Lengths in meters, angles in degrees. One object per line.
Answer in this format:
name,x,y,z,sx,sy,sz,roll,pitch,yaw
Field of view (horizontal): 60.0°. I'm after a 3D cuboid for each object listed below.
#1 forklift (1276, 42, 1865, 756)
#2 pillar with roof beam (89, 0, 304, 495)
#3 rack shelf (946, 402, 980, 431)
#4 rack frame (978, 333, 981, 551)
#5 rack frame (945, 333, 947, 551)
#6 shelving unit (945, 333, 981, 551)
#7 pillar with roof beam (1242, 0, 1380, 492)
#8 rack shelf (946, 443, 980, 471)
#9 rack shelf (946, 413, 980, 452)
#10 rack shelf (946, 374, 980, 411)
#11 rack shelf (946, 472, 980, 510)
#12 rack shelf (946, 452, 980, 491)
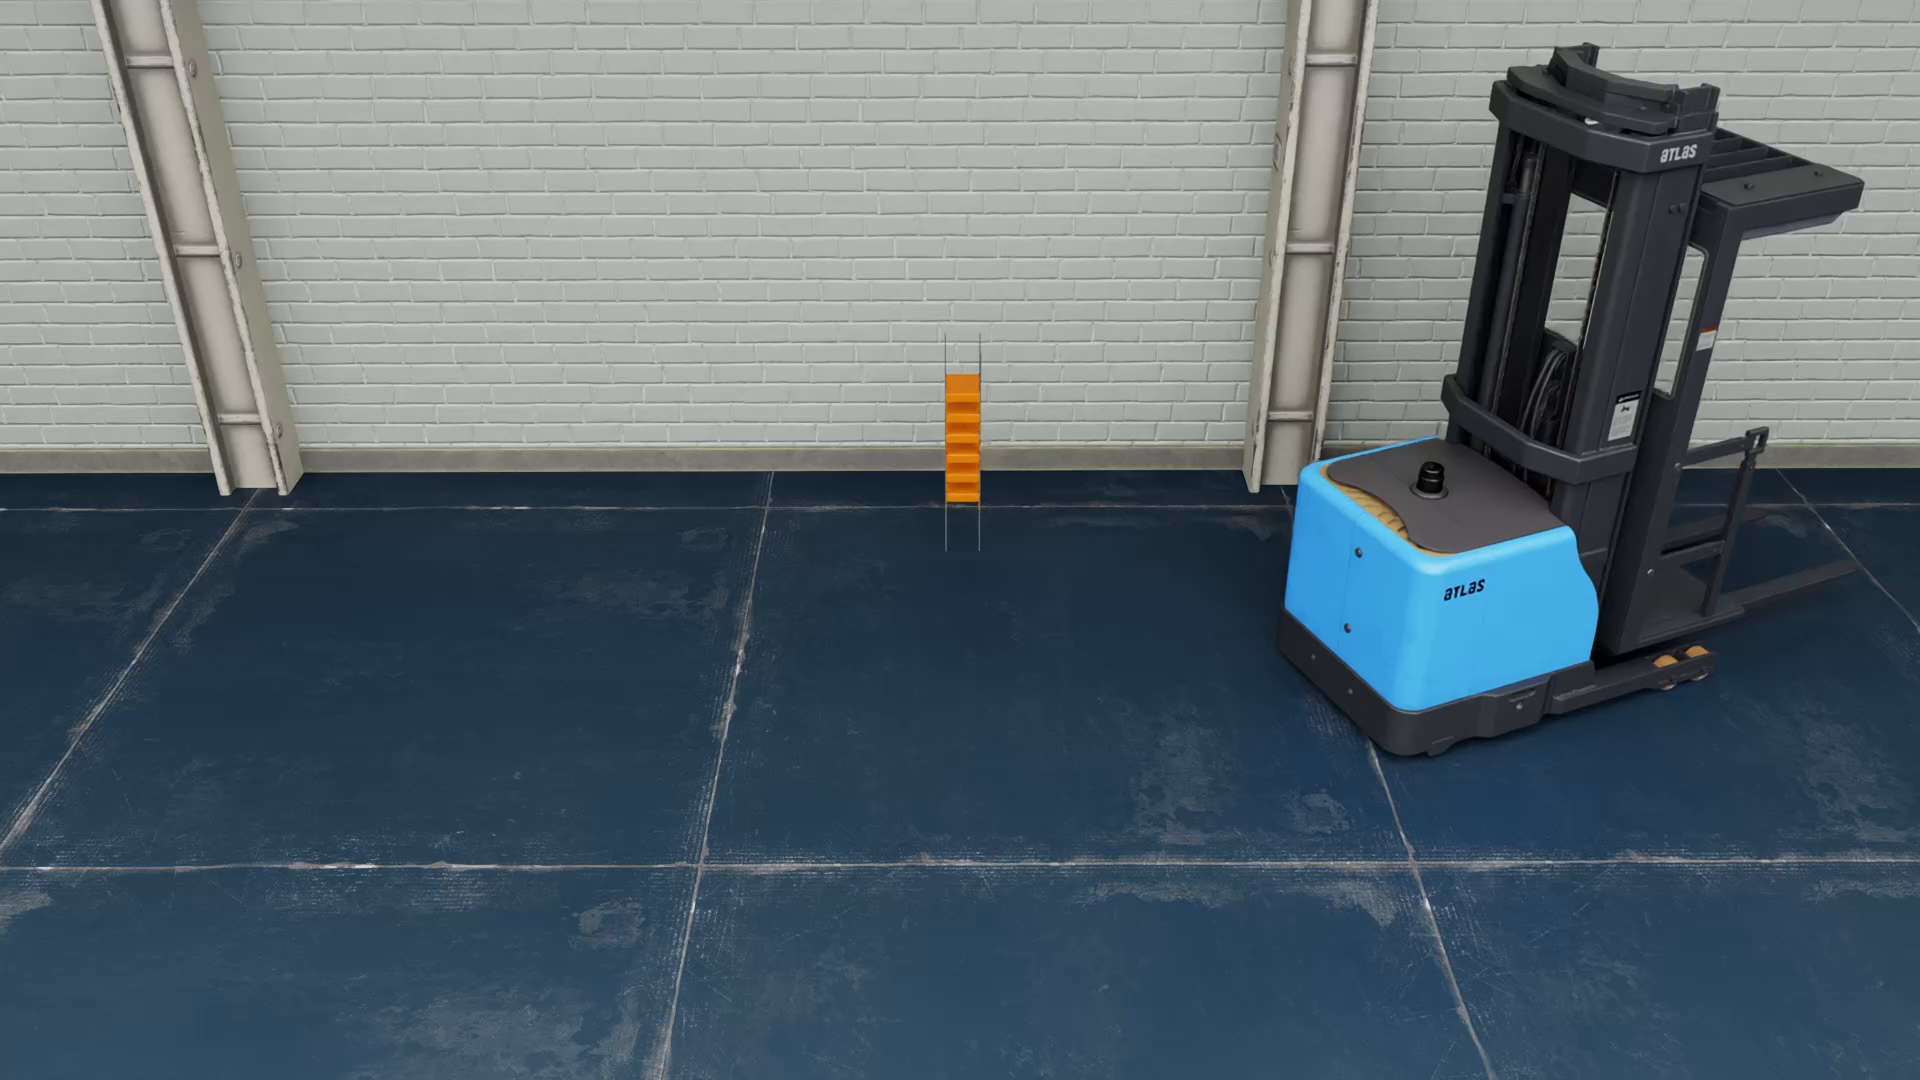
forklift,3.132,-0.765,7.685,3.031,2.935,1.130,-13,34,-20
pillar with roof beam,-4.085,-1.955,3.797,0.400,9.000,9.100,0,31,0
rack shelf,0.014,-0.680,8.837,0.180,0.103,0.258,0,31,0
rack frame,0.106,-0.513,8.939,0.006,1.200,0.240,0,31,0
rack frame,-0.077,-0.513,8.938,0.006,1.200,0.240,0,31,0
shelving unit,0.014,-0.513,8.939,0.189,1.200,0.258,0,31,0
pillar with roof beam,1.915,-1.974,3.828,0.400,9.000,9.100,0,31,0
rack shelf,0.014,-0.475,8.962,0.180,0.103,0.258,0,31,0
rack shelf,0.014,-0.578,8.900,0.180,0.103,0.258,0,31,0
rack shelf,0.014,-0.783,8.775,0.180,0.103,0.258,0,31,0
rack shelf,0.014,-0.270,9.086,0.180,0.103,0.258,0,31,0
rack shelf,0.014,-0.372,9.024,0.180,0.103,0.258,0,31,0
